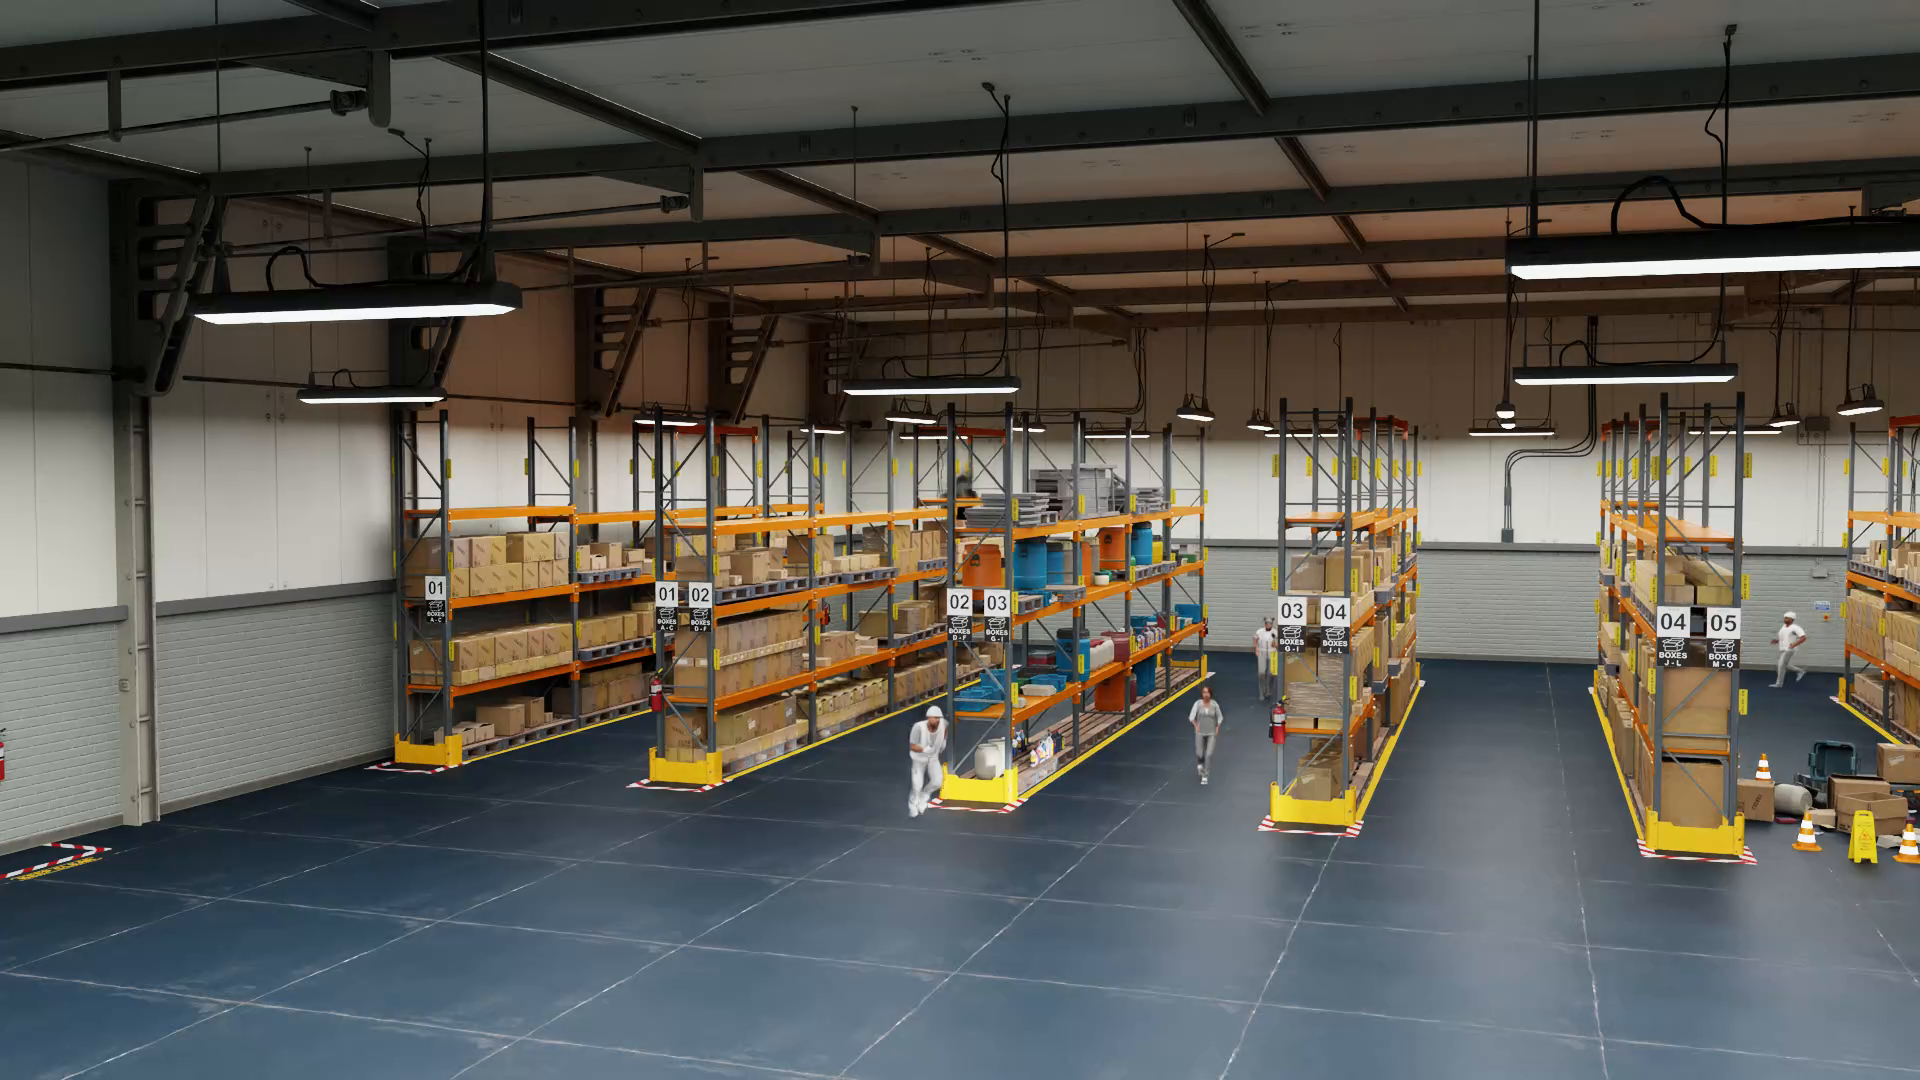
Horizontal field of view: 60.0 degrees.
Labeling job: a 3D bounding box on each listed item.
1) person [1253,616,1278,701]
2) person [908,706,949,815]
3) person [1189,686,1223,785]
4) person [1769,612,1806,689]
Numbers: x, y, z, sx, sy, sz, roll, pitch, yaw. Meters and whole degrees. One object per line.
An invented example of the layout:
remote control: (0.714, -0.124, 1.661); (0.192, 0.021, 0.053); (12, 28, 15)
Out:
person: (6.703, 2.577, 36.187); (0.642, 1.854, 0.817); (0, 2, 10)
person: (-0.427, 3.157, 23.759); (0.709, 1.635, 0.904); (-1, 3, -28)
person: (3.913, 3.090, 26.445); (0.534, 1.553, 0.557); (0, 2, 6)
person: (18.865, 2.508, 37.849); (0.881, 1.747, 0.701); (0, 2, -2)
